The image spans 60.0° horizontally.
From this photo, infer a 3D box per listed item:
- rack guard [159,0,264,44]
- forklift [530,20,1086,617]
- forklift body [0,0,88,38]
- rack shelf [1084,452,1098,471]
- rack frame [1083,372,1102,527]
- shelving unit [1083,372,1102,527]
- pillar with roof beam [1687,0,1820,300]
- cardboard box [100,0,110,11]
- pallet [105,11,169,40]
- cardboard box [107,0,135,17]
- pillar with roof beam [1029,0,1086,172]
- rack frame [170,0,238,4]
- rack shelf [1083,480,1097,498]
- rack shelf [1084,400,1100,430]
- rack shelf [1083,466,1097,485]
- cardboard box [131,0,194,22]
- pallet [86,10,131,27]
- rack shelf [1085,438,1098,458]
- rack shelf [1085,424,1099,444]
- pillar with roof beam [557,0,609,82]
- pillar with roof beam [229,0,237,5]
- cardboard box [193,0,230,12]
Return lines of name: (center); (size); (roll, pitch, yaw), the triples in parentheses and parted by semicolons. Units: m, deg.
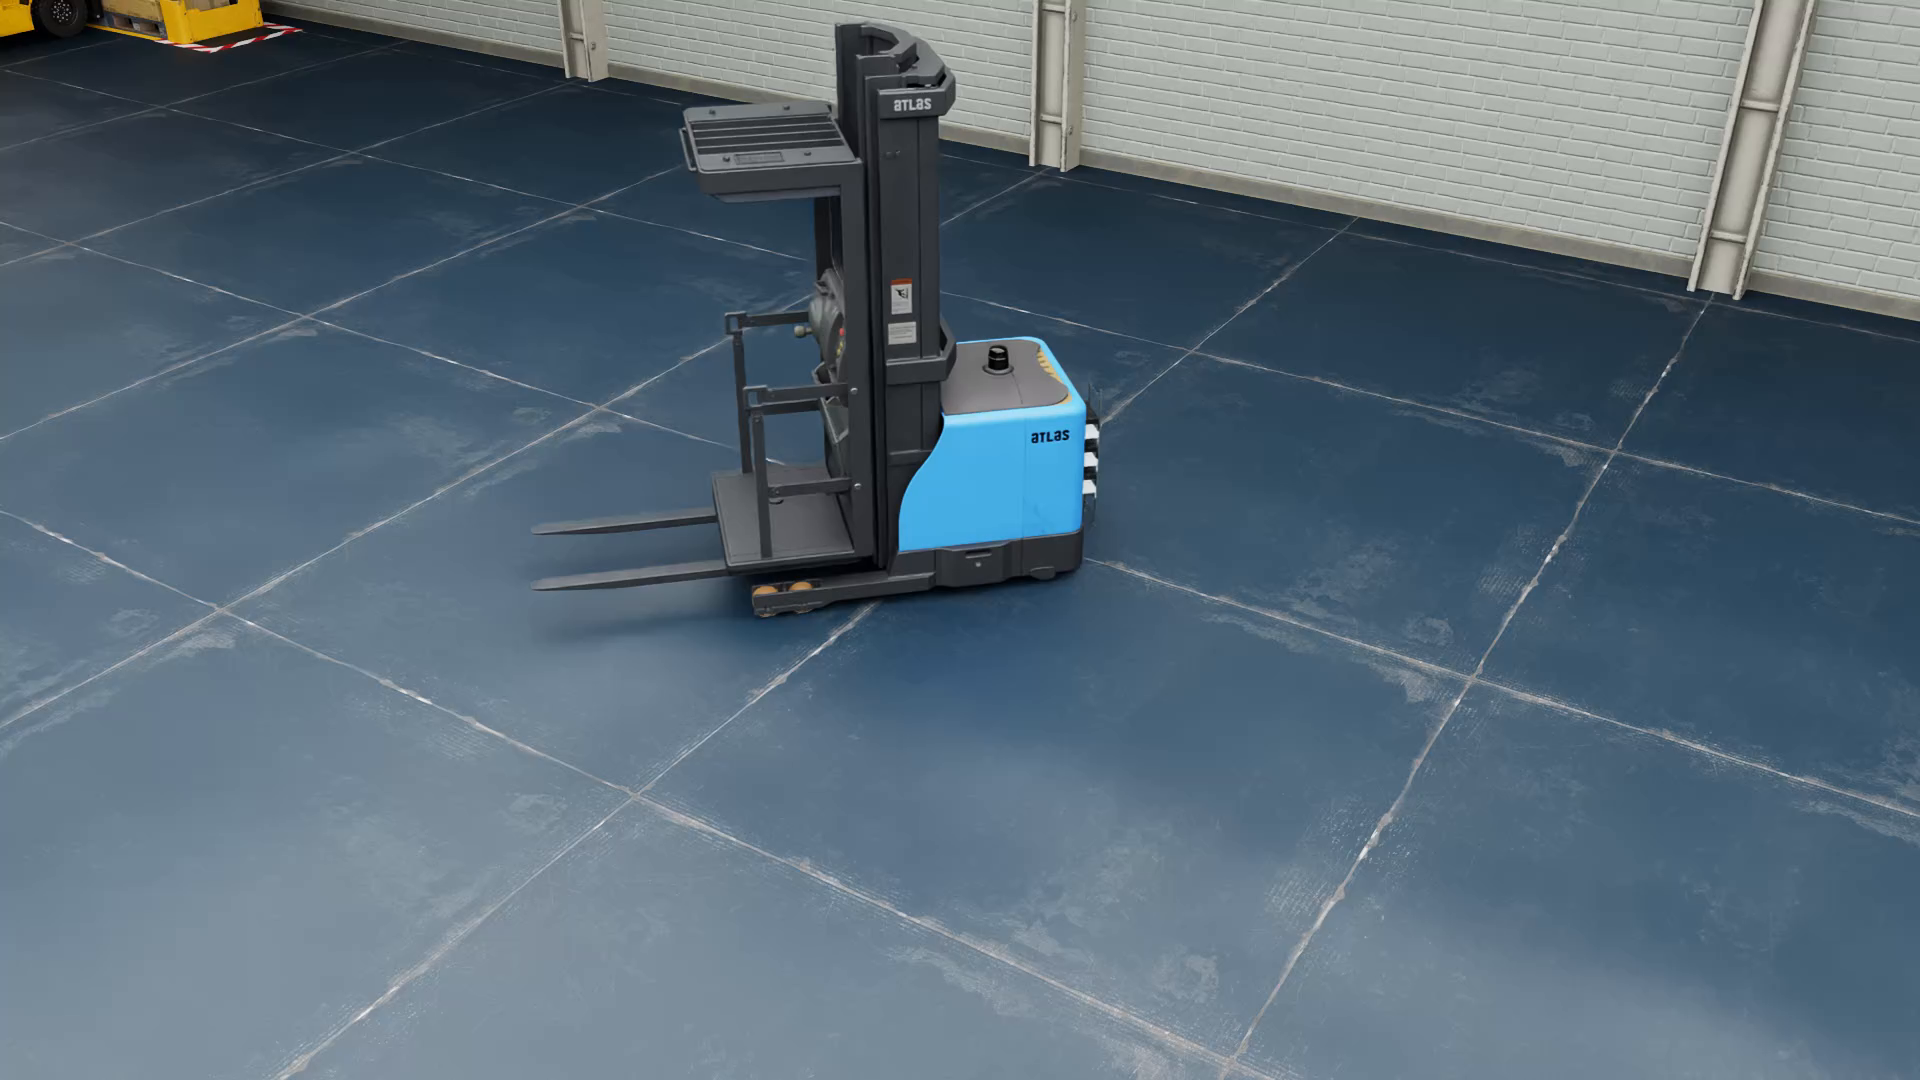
rack guard: (-9.126, -6.447, 20.304); (0.348, 0.500, 1.175); (18, 35, 27)
forklift: (-0.880, -1.139, 8.794); (3.031, 2.935, 1.130); (-6, 31, -11)
forklift body: (-11.723, -6.896, 19.435); (1.214, 2.155, 2.313); (18, 35, 27)
rack shelf: (0.676, -0.483, 9.752); (0.200, 0.077, 0.258); (-6, 31, -11)
rack frame: (0.775, -0.523, 9.754); (0.006, 0.900, 0.240); (-6, 31, -11)
shelving unit: (0.676, -0.512, 9.735); (0.210, 0.900, 0.258); (-6, 31, -11)
pillar with roof beam: (3.700, -4.036, 7.738); (0.400, 9.000, 9.100); (18, 35, 27)
cardboard box: (-10.548, -6.793, 20.729); (0.500, 0.250, 0.500); (18, 35, 28)
pallet: (-9.817, -6.515, 20.709); (1.213, 0.211, 1.003); (18, 35, 27)
cardboard box: (-10.129, -6.655, 20.492); (0.500, 0.250, 0.500); (18, 35, 27)
pillar with roof beam: (-1.382, -5.643, 10.493); (0.400, 9.000, 9.100); (18, 35, 27)
rack frame: (-9.147, -7.533, 19.686); (0.127, 3.000, 1.000); (18, 35, 27)
rack shelf: (0.676, -0.328, 9.842); (0.200, 0.077, 0.258); (-6, 31, -11)
rack shelf: (0.676, -0.717, 9.616); (0.200, 0.077, 0.258); (-6, 31, -11)
rack shelf: (0.676, -0.406, 9.797); (0.200, 0.077, 0.258); (-6, 31, -11)
cardboard box: (-9.713, -6.518, 20.257); (0.500, 0.250, 0.500); (18, 35, 28)
pallet: (-10.846, -6.843, 21.270); (1.213, 0.211, 1.003); (18, 35, 27)
rack shelf: (0.676, -0.561, 9.706); (0.200, 0.077, 0.258); (-6, 31, -11)
rack shelf: (0.676, -0.639, 9.661); (0.200, 0.077, 0.258); (-6, 31, -11)
pillar with roof beam: (-6.464, -7.251, 13.248); (0.400, 9.000, 9.100); (18, 35, 27)
pillar with roof beam: (-11.546, -8.858, 16.003); (0.400, 9.000, 9.100); (18, 35, 27)
cardboard box: (-9.459, -6.742, 20.641); (0.500, 0.250, 0.500); (18, 35, 28)
